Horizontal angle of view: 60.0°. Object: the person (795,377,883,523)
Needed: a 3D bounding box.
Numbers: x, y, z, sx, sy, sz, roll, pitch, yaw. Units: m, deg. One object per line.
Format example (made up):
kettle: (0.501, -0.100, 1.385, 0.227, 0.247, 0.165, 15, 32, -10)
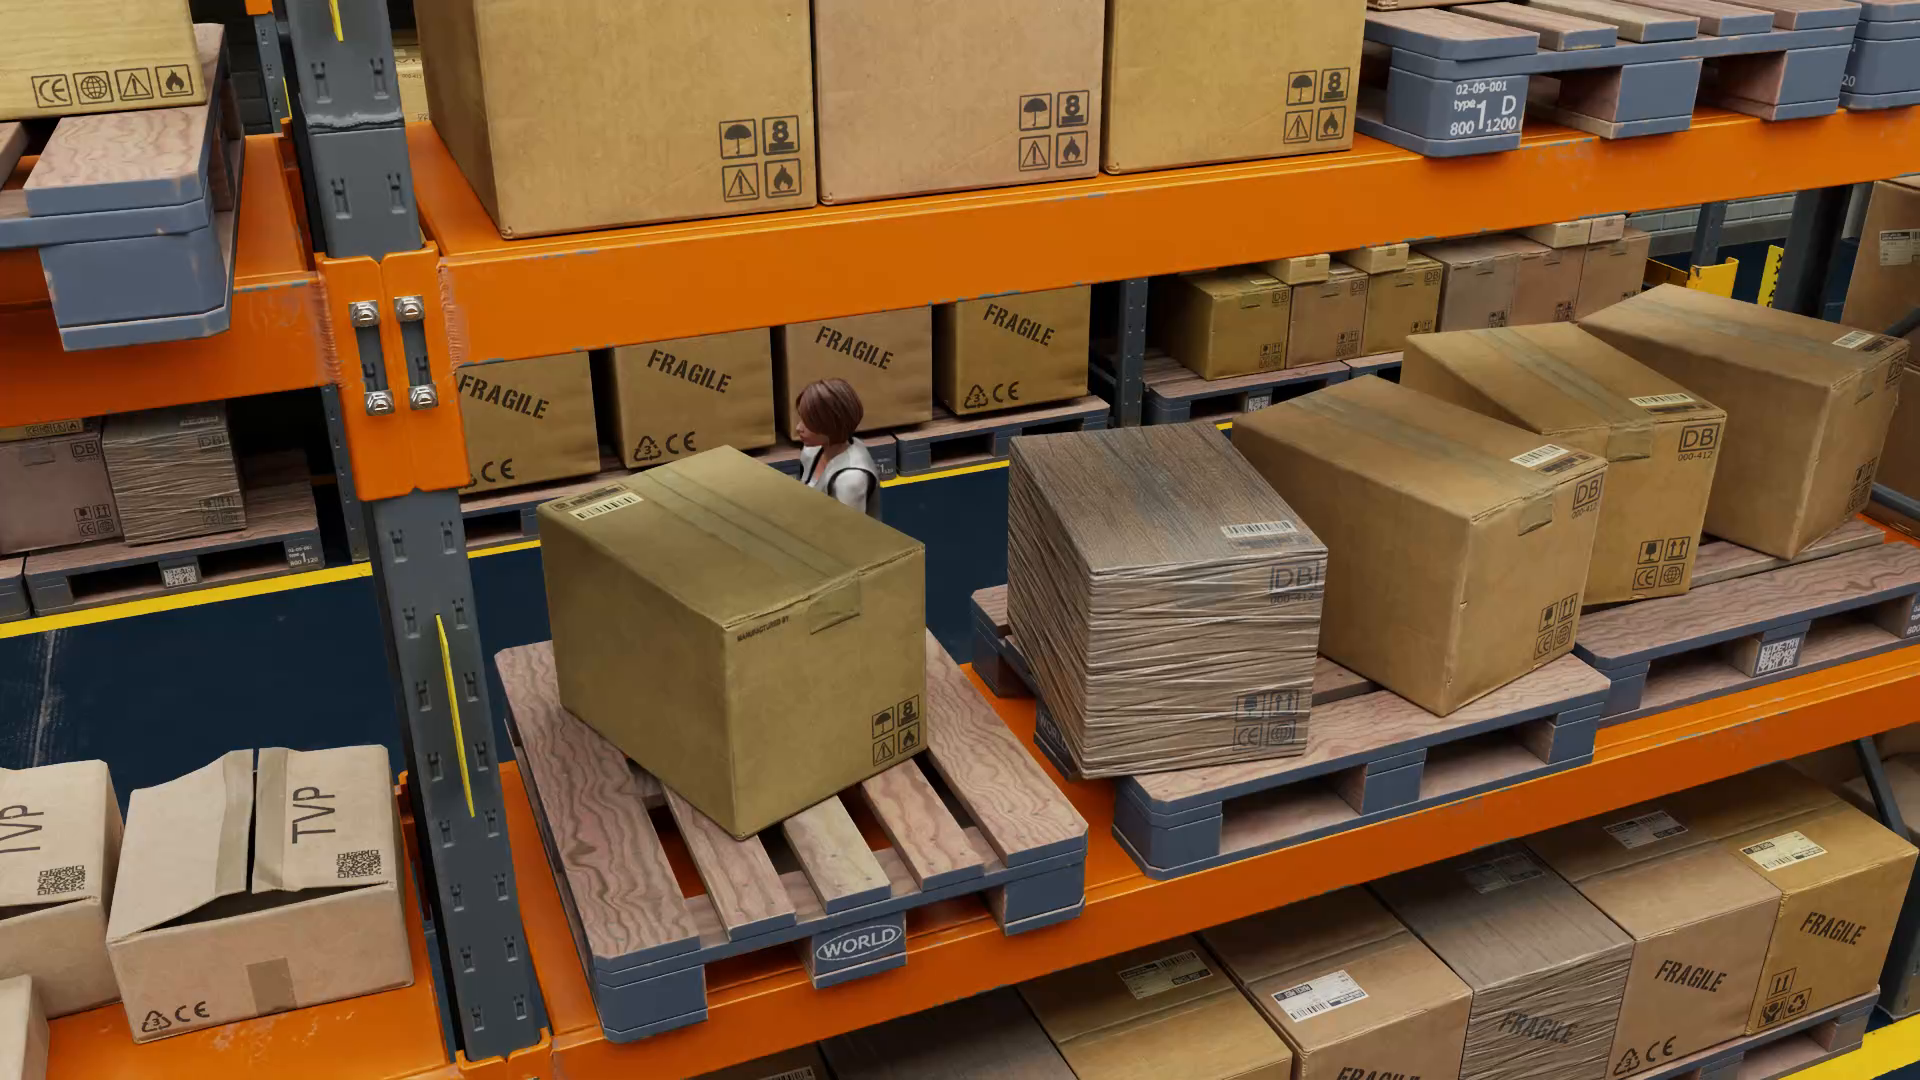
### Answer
person: (-0.458, 0.199, 5.712, 0.397, 1.603, 0.444, -11, 28, -21)
